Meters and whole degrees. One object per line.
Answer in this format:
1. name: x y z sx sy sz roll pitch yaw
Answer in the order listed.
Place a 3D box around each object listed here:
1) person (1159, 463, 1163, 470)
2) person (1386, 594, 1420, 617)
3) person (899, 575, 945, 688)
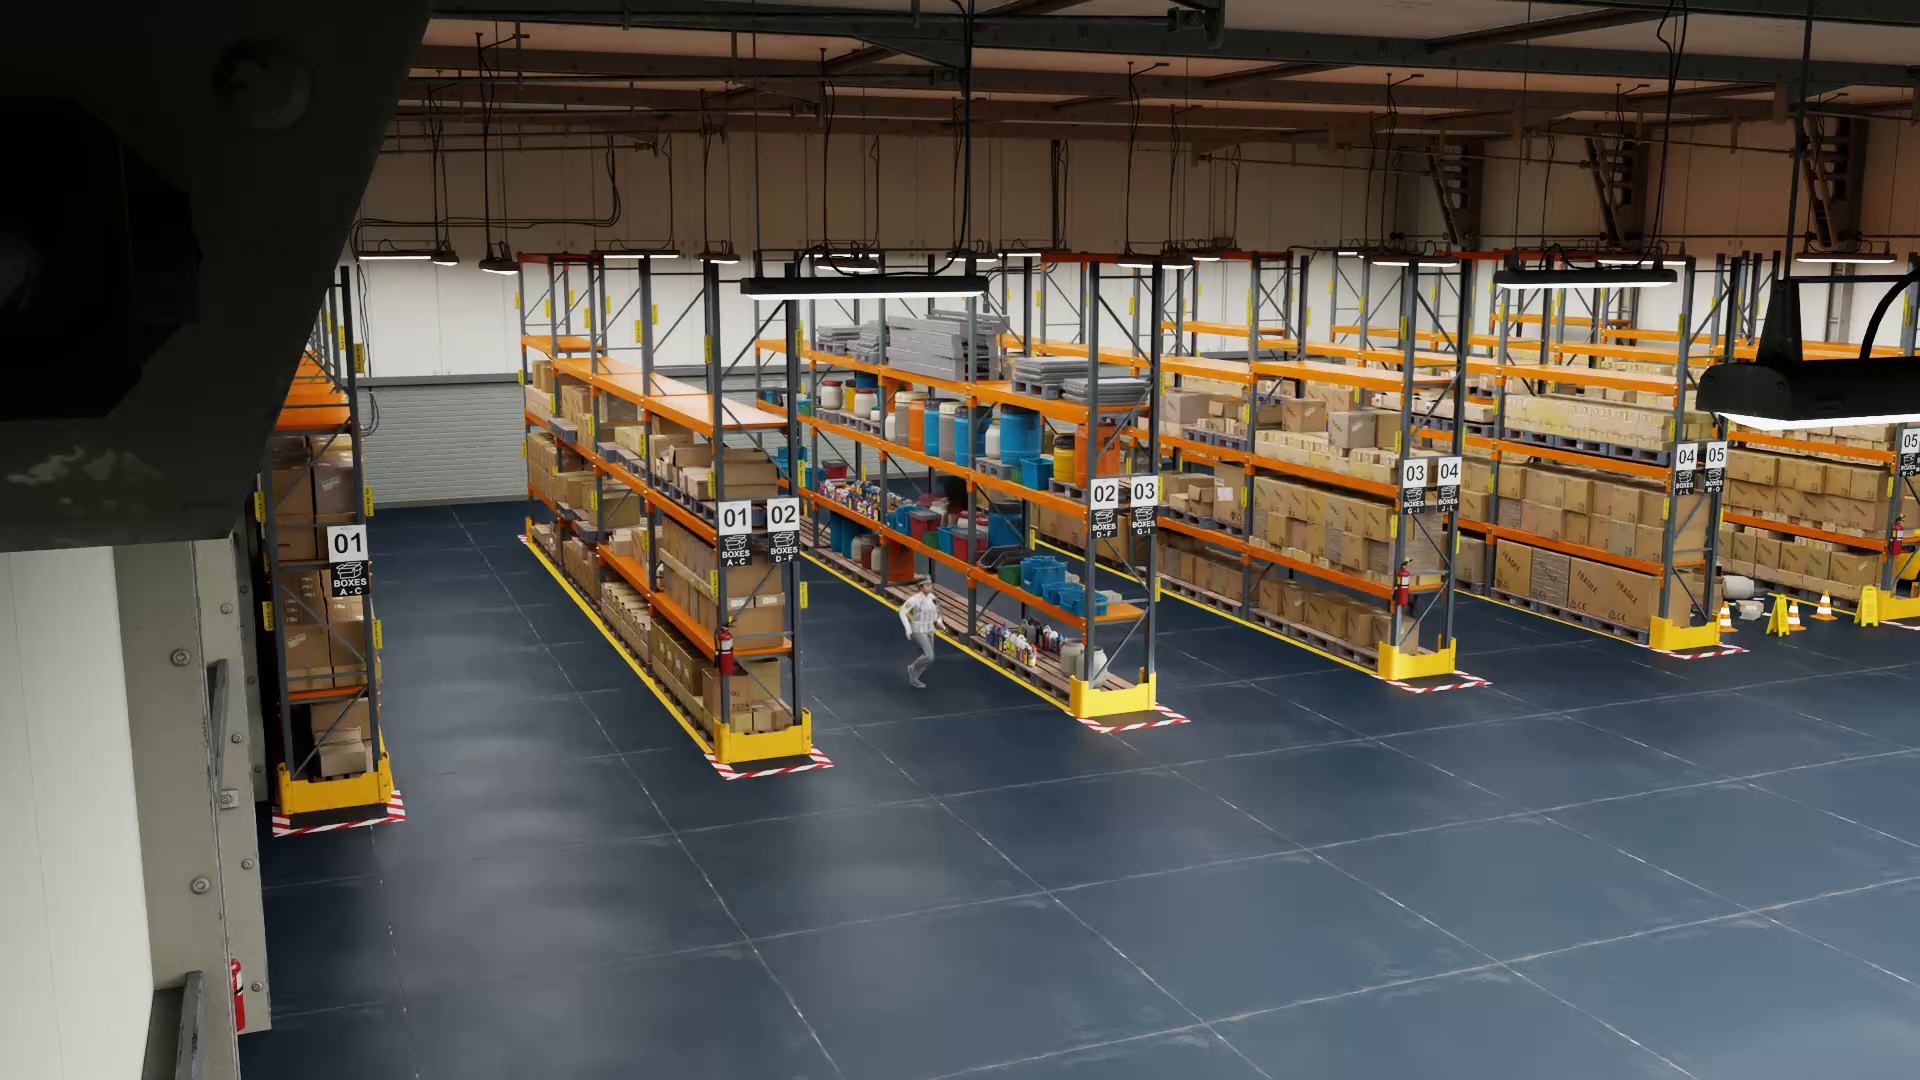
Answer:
1. person: 4.060 -0.760 34.450 0.702 1.726 0.598 -4 11 -20
2. person: 7.583 0.423 28.044 0.647 1.697 0.927 -8 13 -36
3. person: -0.515 1.298 23.318 0.637 1.647 0.489 10 14 43
